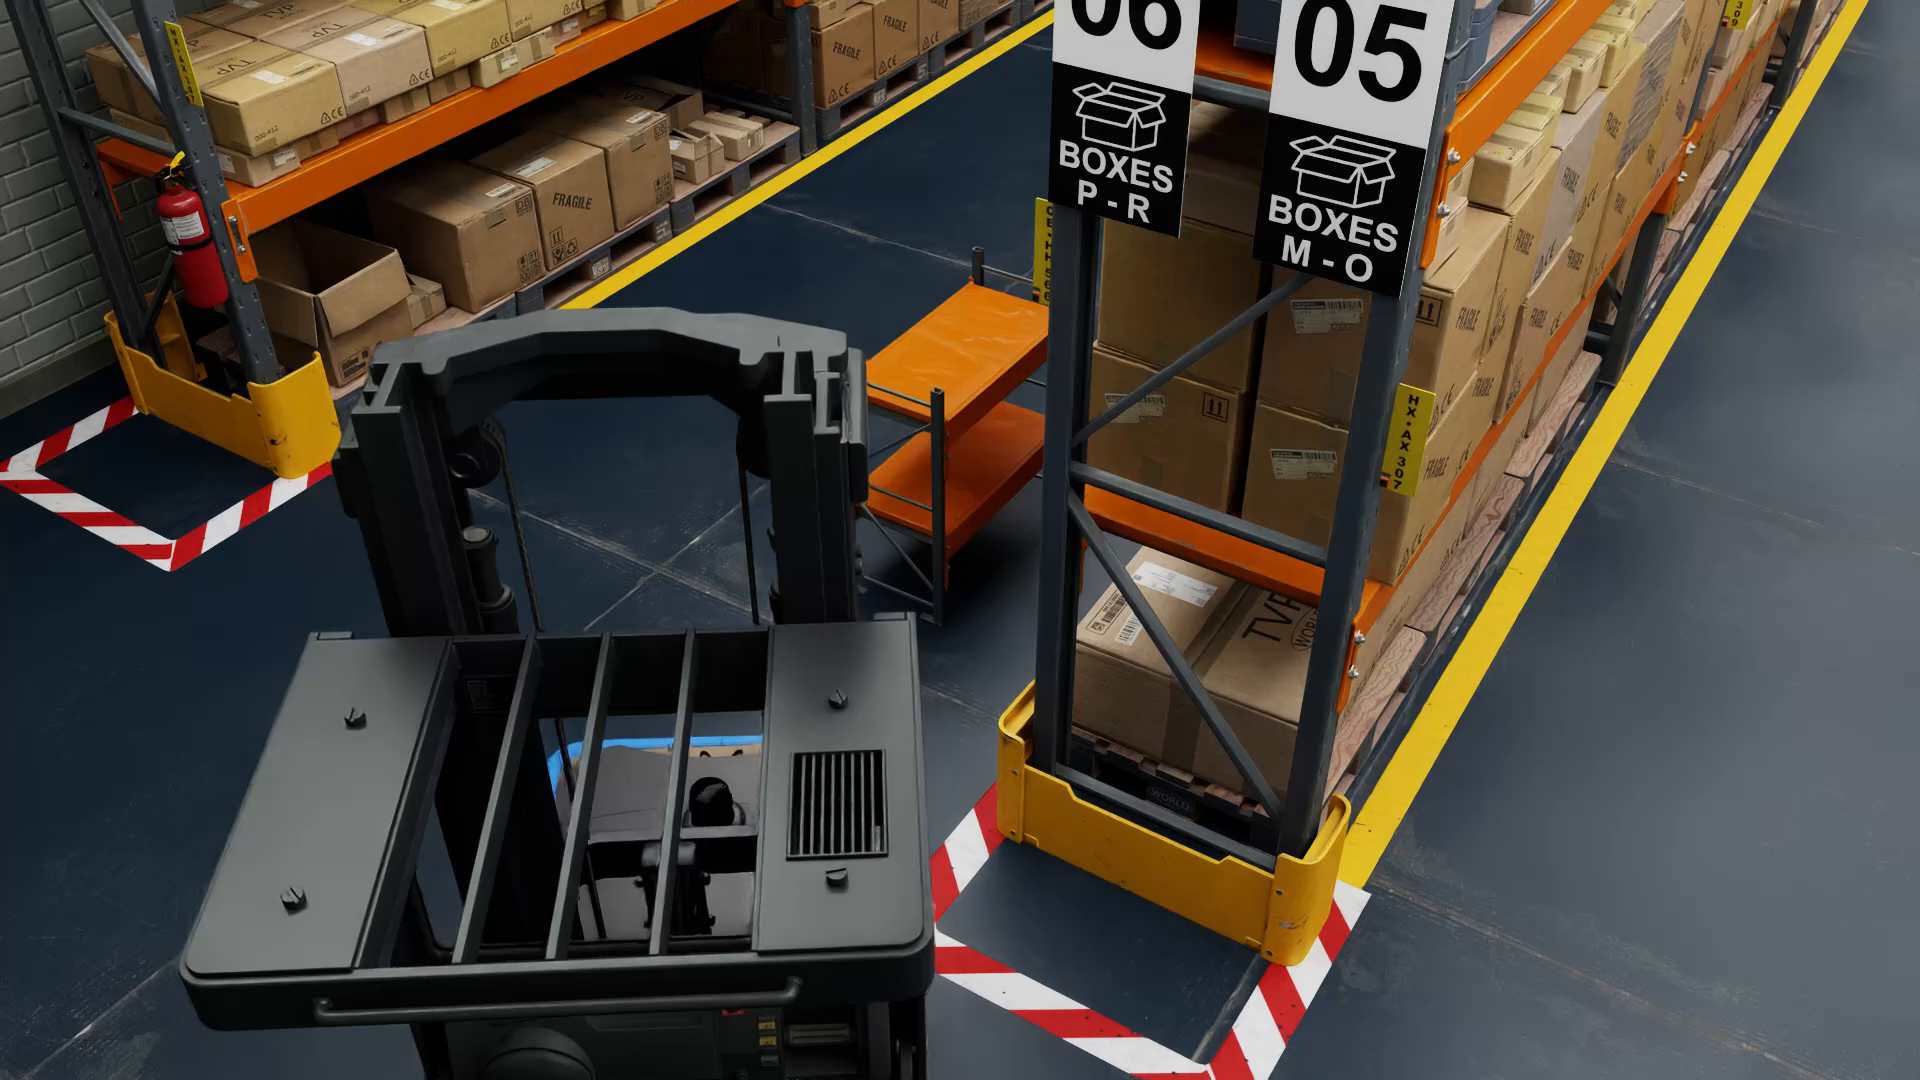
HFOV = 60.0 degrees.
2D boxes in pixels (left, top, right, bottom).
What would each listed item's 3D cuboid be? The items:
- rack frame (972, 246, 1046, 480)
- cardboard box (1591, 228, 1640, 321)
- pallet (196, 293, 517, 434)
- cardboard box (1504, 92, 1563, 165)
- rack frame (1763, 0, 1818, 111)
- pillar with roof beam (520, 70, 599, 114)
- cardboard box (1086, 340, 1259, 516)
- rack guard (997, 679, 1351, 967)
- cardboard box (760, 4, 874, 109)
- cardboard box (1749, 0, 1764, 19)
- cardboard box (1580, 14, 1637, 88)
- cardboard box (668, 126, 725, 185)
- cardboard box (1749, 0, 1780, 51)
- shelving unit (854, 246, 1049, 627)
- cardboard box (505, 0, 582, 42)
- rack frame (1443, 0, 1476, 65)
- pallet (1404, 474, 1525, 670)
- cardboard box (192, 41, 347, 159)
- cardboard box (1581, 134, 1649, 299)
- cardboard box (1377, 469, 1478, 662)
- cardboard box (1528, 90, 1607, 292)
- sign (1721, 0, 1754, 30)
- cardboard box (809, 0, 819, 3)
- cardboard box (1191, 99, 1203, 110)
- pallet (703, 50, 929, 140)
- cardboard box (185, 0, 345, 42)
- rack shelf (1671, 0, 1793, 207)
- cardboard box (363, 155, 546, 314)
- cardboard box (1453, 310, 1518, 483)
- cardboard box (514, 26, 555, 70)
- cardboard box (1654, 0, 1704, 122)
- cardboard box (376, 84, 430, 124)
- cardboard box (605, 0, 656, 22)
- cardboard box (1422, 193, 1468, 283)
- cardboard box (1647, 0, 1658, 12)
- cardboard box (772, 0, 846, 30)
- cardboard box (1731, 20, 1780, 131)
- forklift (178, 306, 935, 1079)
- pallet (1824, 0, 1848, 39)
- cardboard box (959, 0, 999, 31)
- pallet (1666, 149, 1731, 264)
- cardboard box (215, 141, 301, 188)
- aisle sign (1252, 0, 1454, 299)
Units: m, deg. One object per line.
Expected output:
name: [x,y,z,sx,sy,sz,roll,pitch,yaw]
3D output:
rack frame: [0.269,-0.704,7.242,0.500,1.125,0.032,21,42,25]
cardboard box: [3.112,-1.801,8.526,0.875,0.875,0.875,23,43,26]
pallet: [-3.022,-1.036,8.422,1.003,0.211,1.213,21,42,25]
cardboard box: [1.570,-1.250,4.983,0.380,0.149,0.250,20,42,24]
rack frame: [4.990,-4.193,10.232,1.000,3.000,0.127,21,42,25]
pillar with roof beam: [1.155,-4.656,5.919,9.100,9.000,0.400,21,42,25]
cardboard box: [0.739,-0.444,5.287,0.500,0.500,0.500,21,42,25]
rack guard: [0.691,0.934,5.629,1.175,0.500,0.348,21,42,25]
cardboard box: [-0.897,-3.105,10.524,0.500,0.500,0.500,23,43,27]
cardboard box: [3.577,-2.682,7.986,0.500,0.250,0.500,22,43,26]
cardboard box: [1.995,-1.639,5.488,0.380,0.149,0.250,20,42,24]
cardboard box: [-1.588,-2.269,9.631,0.396,0.266,0.258,23,43,27]
cardboard box: [3.870,-2.738,8.468,0.500,0.250,0.500,21,42,25]
shelving unit: [-0.004,-0.442,6.902,0.538,1.125,1.048,21,42,25]
cardboard box: [-2.224,-2.688,8.159,0.500,0.250,0.500,20,42,24]
rack frame: [0.704,-2.445,3.051,1.000,3.000,0.127,21,42,25]
pallet: [1.721,-0.028,7.114,1.003,0.211,1.213,21,42,25]
cardboard box: [-3.018,-1.895,7.130,0.500,0.250,0.500,21,42,25]
cardboard box: [2.287,-1.317,6.419,0.500,0.500,0.500,21,42,24]
cardboard box: [1.457,-0.068,6.636,0.875,0.438,0.875,22,43,26]
cardboard box: [1.742,-1.195,5.443,0.500,0.500,0.500,21,42,25]
sign: [3.317,-2.324,7.034,0.100,0.325,0.005,21,42,25]
cardboard box: [-0.980,-3.421,10.160,0.380,0.149,0.250,20,42,24]
cardboard box: [0.910,-1.311,5.062,0.380,0.149,0.250,21,42,25]
pallet: [-0.942,-3.080,11.072,1.003,0.211,1.213,21,42,25]
cardboard box: [-3.189,-2.338,7.705,0.500,0.250,0.500,21,42,25]
rack shelf: [3.919,-2.877,9.114,1.077,0.370,4.000,21,42,25]
cardboard box: [-2.590,-1.579,8.545,0.700,0.500,0.500,23,43,27]
cardboard box: [1.451,-0.532,5.401,0.500,0.500,0.500,21,42,25]
cardboard box: [-2.225,-2.461,8.191,0.380,0.149,0.250,22,43,26]
cardboard box: [2.549,-1.974,6.453,0.500,0.500,0.500,21,42,24]
cardboard box: [-2.685,-2.074,7.689,0.380,0.149,0.250,23,43,26]
cardboard box: [-1.820,-2.856,8.703,0.380,0.149,0.250,21,42,24]
cardboard box: [1.128,-0.854,4.468,0.380,0.149,0.250,22,43,26]
cardboard box: [2.352,-2.057,6.030,0.380,0.149,0.250,21,42,25]
cardboard box: [-0.929,-3.284,10.225,0.380,0.149,0.250,23,43,27]
cardboard box: [4.550,-3.189,10.326,0.875,0.875,0.875,21,42,25]
forklift: [-0.603,1.146,3.363,1.130,2.935,3.031,-2,38,-2]
pallet: [6.065,-4.117,12.418,1.003,0.211,1.213,21,42,25]
cardboard box: [-0.066,-3.904,11.560,0.500,0.500,0.500,20,42,24]
pallet: [3.850,-2.080,9.776,1.003,0.211,1.213,21,42,25]
cardboard box: [-3.081,-1.671,7.166,0.380,0.149,0.250,21,42,25]
aisle sign: [0.911,-0.966,3.917,0.394,0.787,0.004,21,42,25]
